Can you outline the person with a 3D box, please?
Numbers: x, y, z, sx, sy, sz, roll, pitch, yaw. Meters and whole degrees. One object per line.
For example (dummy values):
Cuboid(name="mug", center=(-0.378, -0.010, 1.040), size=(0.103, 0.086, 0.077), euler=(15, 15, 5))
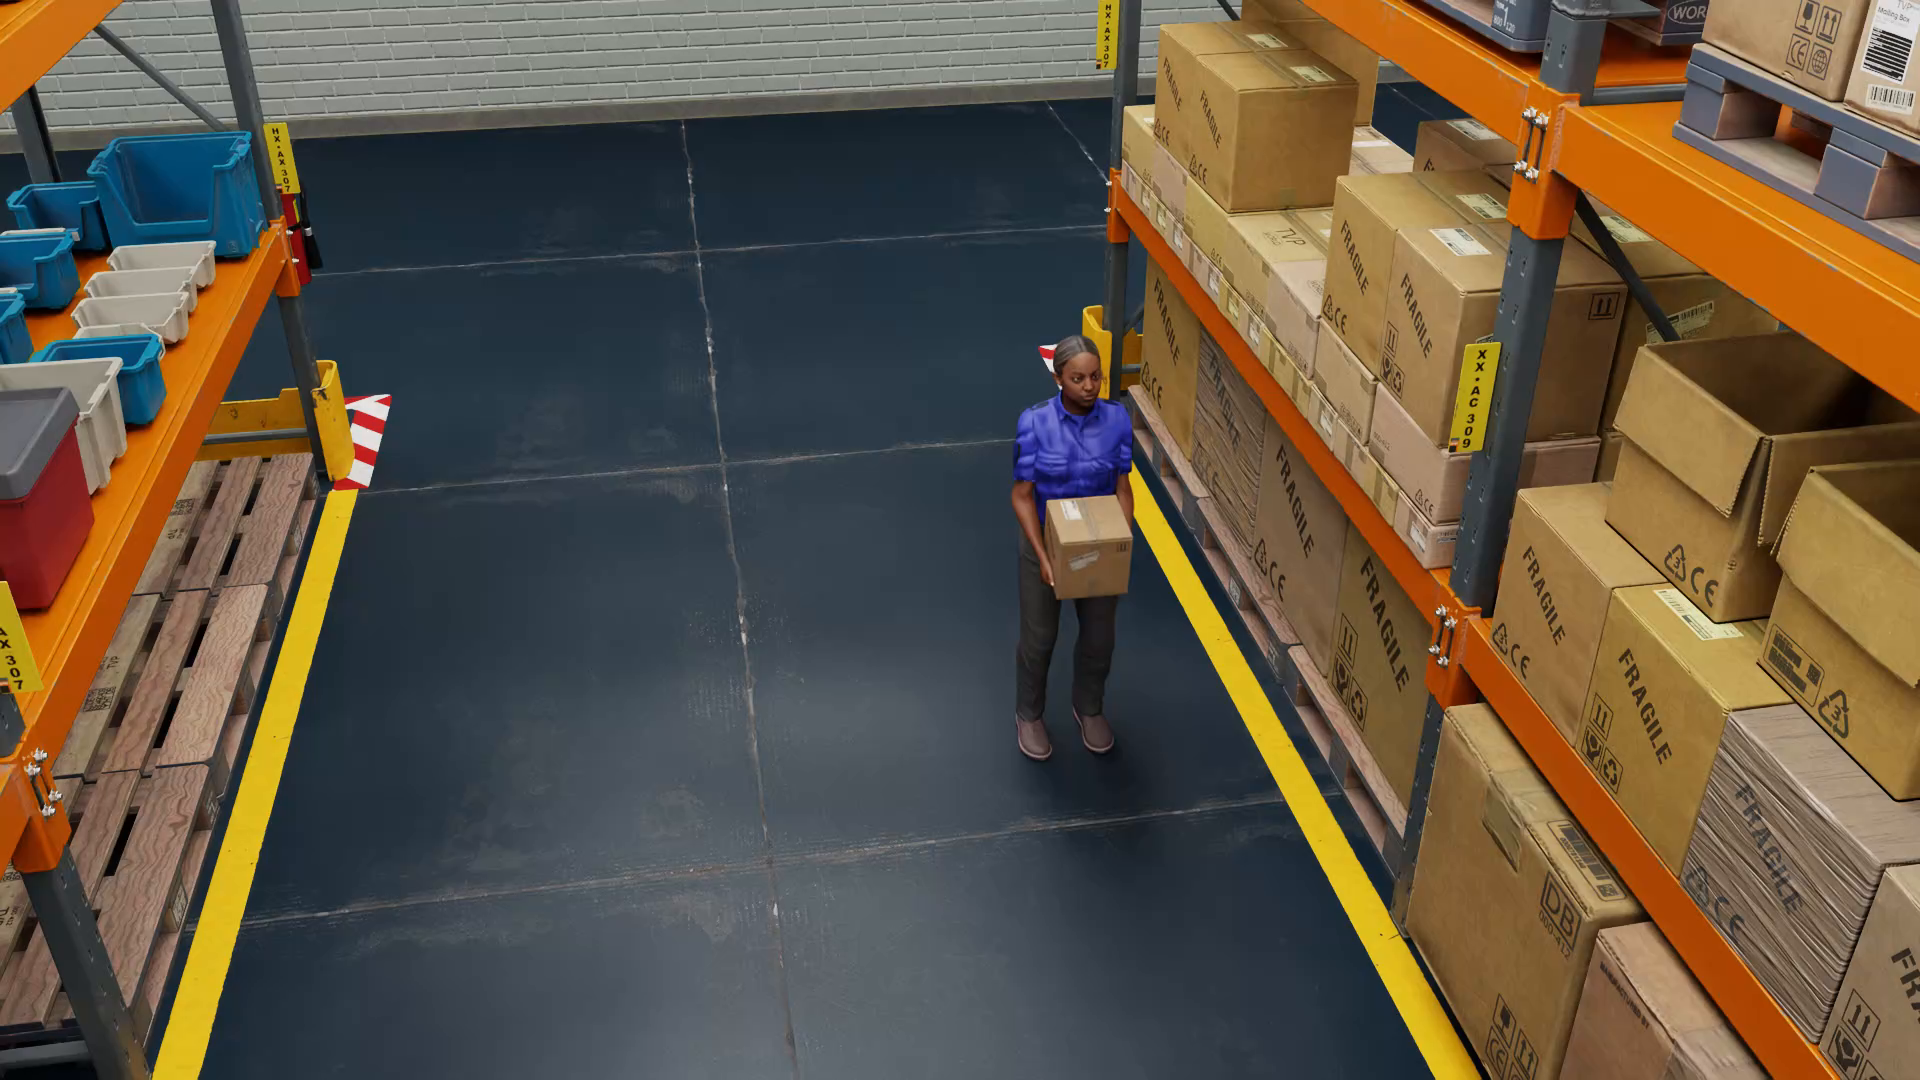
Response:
Cuboid(name="person", center=(0.411, 0.083, 6.009), size=(0.451, 1.650, 0.518), euler=(-5, 31, -8))
